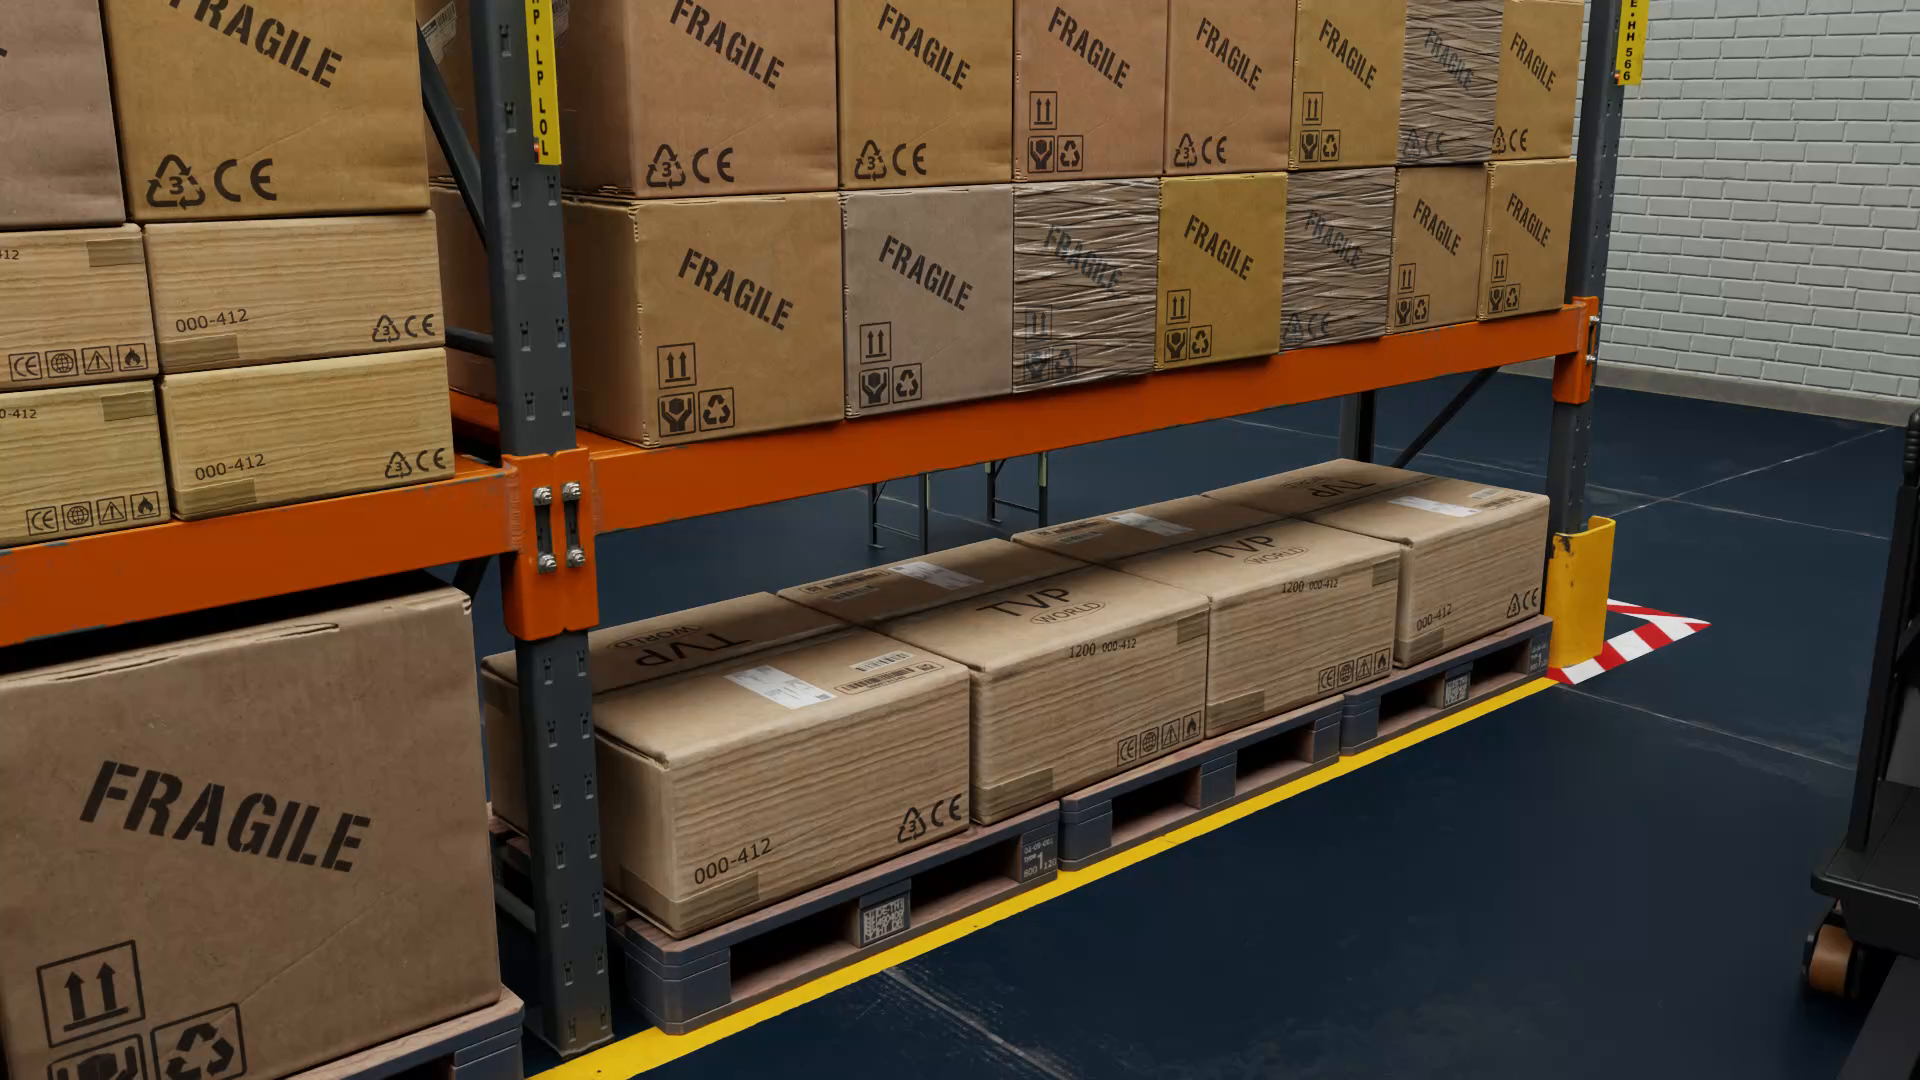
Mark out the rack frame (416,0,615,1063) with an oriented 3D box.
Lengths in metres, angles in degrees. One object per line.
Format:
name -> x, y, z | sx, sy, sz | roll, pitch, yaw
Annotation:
rack frame -> -1.130, -0.438, 3.577 | 0.127, 3.000, 1.000 | -13, 19, -39

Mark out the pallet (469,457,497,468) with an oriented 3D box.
pallet -> -3.052, -0.366, 8.710 | 1.213, 0.211, 1.003 | -13, 19, -39

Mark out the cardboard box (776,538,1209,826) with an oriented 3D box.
cardboard box -> 0.089, 0.360, 4.742 | 0.875, 0.438, 0.875 | -13, 20, -41

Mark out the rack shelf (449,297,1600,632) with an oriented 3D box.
rack shelf -> 0.378, -0.429, 4.938 | 4.000, 0.370, 1.077 | -13, 19, -39

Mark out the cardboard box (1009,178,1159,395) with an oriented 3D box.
cardboard box -> 0.157, -0.682, 4.298 | 0.500, 0.500, 0.500 | -12, 19, -39

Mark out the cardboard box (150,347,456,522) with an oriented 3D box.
cardboard box -> -1.303, -0.240, 3.128 | 0.500, 0.250, 0.500 | -13, 20, -41

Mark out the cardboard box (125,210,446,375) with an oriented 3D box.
cardboard box -> -1.303, -0.485, 3.075 | 0.500, 0.250, 0.500 | -13, 20, -39

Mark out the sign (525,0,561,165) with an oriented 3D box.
sign -> -0.767, -0.855, 3.049 | 0.005, 0.325, 0.100 | -13, 19, -39

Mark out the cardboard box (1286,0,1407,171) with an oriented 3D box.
cardboard box -> 0.930, -1.342, 4.829 | 0.500, 0.500, 0.500 | -13, 20, -40

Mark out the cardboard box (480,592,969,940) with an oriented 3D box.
cardboard box -> -0.586, 0.512, 4.174 | 0.875, 0.438, 0.875 | -13, 20, -40

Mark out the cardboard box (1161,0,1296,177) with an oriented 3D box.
cardboard box -> 0.549, -1.257, 4.511 | 0.500, 0.500, 0.500 | -13, 20, -40

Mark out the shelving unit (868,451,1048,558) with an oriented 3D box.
shelving unit -> -0.005, -0.723, 7.552 | 0.755, 1.500, 0.431 | -13, 19, -39

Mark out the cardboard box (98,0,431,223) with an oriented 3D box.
cardboard box -> -1.303, -0.845, 2.969 | 0.500, 0.500, 0.500 | -12, 19, -38

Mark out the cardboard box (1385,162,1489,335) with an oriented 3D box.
cardboard box -> 1.309, -0.949, 5.295 | 0.500, 0.500, 0.500 | -13, 20, -41

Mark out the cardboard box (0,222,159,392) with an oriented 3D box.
cardboard box -> -1.676, -0.399, 2.753 | 0.500, 0.250, 0.500 | -12, 19, -38

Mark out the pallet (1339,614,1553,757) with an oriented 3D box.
pallet -> 1.335, 0.382, 5.910 | 1.213, 0.211, 1.003 | -13, 19, -39

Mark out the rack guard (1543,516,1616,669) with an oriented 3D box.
rack guard -> 1.905, 0.088, 6.452 | 0.348, 0.500, 1.175 | -13, 19, -39

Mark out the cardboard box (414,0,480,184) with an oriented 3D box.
cardboard box -> -0.956, -1.103, 3.936 | 0.500, 0.500, 0.500 | -13, 20, -40

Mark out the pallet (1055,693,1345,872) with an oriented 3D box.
pallet -> 0.415, 0.588, 5.140 | 1.213, 0.211, 1.003 | -13, 19, -39

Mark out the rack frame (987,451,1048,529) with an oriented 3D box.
rack frame -> 0.271, -0.785, 7.784 | 0.023, 1.500, 0.400 | -13, 19, -39

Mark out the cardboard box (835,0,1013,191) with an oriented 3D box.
cardboard box -> -0.227, -1.087, 3.876 | 0.500, 0.500, 0.500 | -13, 20, -40

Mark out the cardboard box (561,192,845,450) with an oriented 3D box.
cardboard box -> -0.604, -0.515, 3.671 | 0.500, 0.500, 0.500 | -12, 19, -38

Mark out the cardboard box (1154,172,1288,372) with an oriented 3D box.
cardboard box -> 0.546, -0.770, 4.625 | 0.500, 0.500, 0.500 | -12, 19, -38

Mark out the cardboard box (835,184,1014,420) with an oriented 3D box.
cardboard box -> -0.222, -0.599, 3.987 | 0.500, 0.500, 0.500 | -12, 19, -39

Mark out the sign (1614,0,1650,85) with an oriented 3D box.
sign -> 2.233, -1.681, 5.530 | 0.005, 0.325, 0.100 | -13, 19, -39

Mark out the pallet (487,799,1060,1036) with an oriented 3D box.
pallet -> -0.505, 0.796, 4.362 | 1.213, 0.211, 1.003 | -13, 19, -39

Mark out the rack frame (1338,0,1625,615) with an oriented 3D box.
rack frame -> 1.887, -1.116, 6.114 | 0.127, 3.000, 1.000 | -13, 19, -39

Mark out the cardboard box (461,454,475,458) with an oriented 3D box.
cardboard box -> -2.630, -0.524, 8.612 | 0.250, 0.149, 0.380 | -12, 19, -38

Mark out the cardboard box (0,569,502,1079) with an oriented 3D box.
cardboard box -> -1.546, 0.506, 3.346 | 0.875, 0.875, 0.875 | -12, 19, -38

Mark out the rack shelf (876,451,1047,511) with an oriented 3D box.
rack shelf -> -0.005, -0.408, 7.636 | 0.720, 0.370, 0.431 | -13, 19, -39

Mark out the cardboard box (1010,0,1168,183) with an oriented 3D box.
cardboard box -> 0.167, -1.172, 4.193 | 0.500, 0.500, 0.500 | -12, 19, -38

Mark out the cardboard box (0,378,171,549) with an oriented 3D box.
cardboard box -> -1.688, -0.154, 2.806 | 0.500, 0.250, 0.500 | -13, 20, -40

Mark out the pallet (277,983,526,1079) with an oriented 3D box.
pallet -> -1.663, 1.055, 3.393 | 1.213, 0.211, 1.003 | -13, 19, -39

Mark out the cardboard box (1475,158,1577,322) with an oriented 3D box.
cardboard box -> 1.697, -1.031, 5.602 | 0.500, 0.500, 0.500 | -13, 19, -39

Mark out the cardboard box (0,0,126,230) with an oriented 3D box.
cardboard box -> -1.688, -0.756, 2.635 | 0.500, 0.500, 0.500 | -12, 19, -38

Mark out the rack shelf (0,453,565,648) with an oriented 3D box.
rack shelf -> -2.639, 0.248, 2.402 | 4.000, 0.370, 1.077 | -13, 19, -39

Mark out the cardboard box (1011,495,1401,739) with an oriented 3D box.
cardboard box -> 0.770, 0.207, 5.312 | 0.875, 0.438, 0.875 | -12, 19, -38

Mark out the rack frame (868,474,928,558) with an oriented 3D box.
rack frame -> -0.281, -0.661, 7.320 | 0.023, 1.500, 0.400 | -13, 19, -39

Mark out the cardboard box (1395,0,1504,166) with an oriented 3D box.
cardboard box -> 1.305, -1.425, 5.140 | 0.500, 0.500, 0.500 | -13, 19, -39

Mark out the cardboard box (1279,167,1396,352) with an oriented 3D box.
cardboard box -> 0.927, -0.860, 4.962 | 0.500, 0.500, 0.500 | -12, 19, -38

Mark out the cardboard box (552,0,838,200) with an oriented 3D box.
cardboard box -> -0.612, -1.003, 3.561 | 0.500, 0.500, 0.500 | -12, 19, -39

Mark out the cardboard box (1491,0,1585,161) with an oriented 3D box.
cardboard box -> 1.680, -1.519, 5.493 | 0.500, 0.500, 0.500 | -12, 19, -38

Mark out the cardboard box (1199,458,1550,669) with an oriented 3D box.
cardboard box -> 1.455, 0.051, 5.899 | 0.875, 0.438, 0.875 | -14, 20, -41

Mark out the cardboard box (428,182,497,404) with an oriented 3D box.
cardboard box -> -0.948, -0.615, 4.045 | 0.500, 0.500, 0.500 | -12, 19, -39
